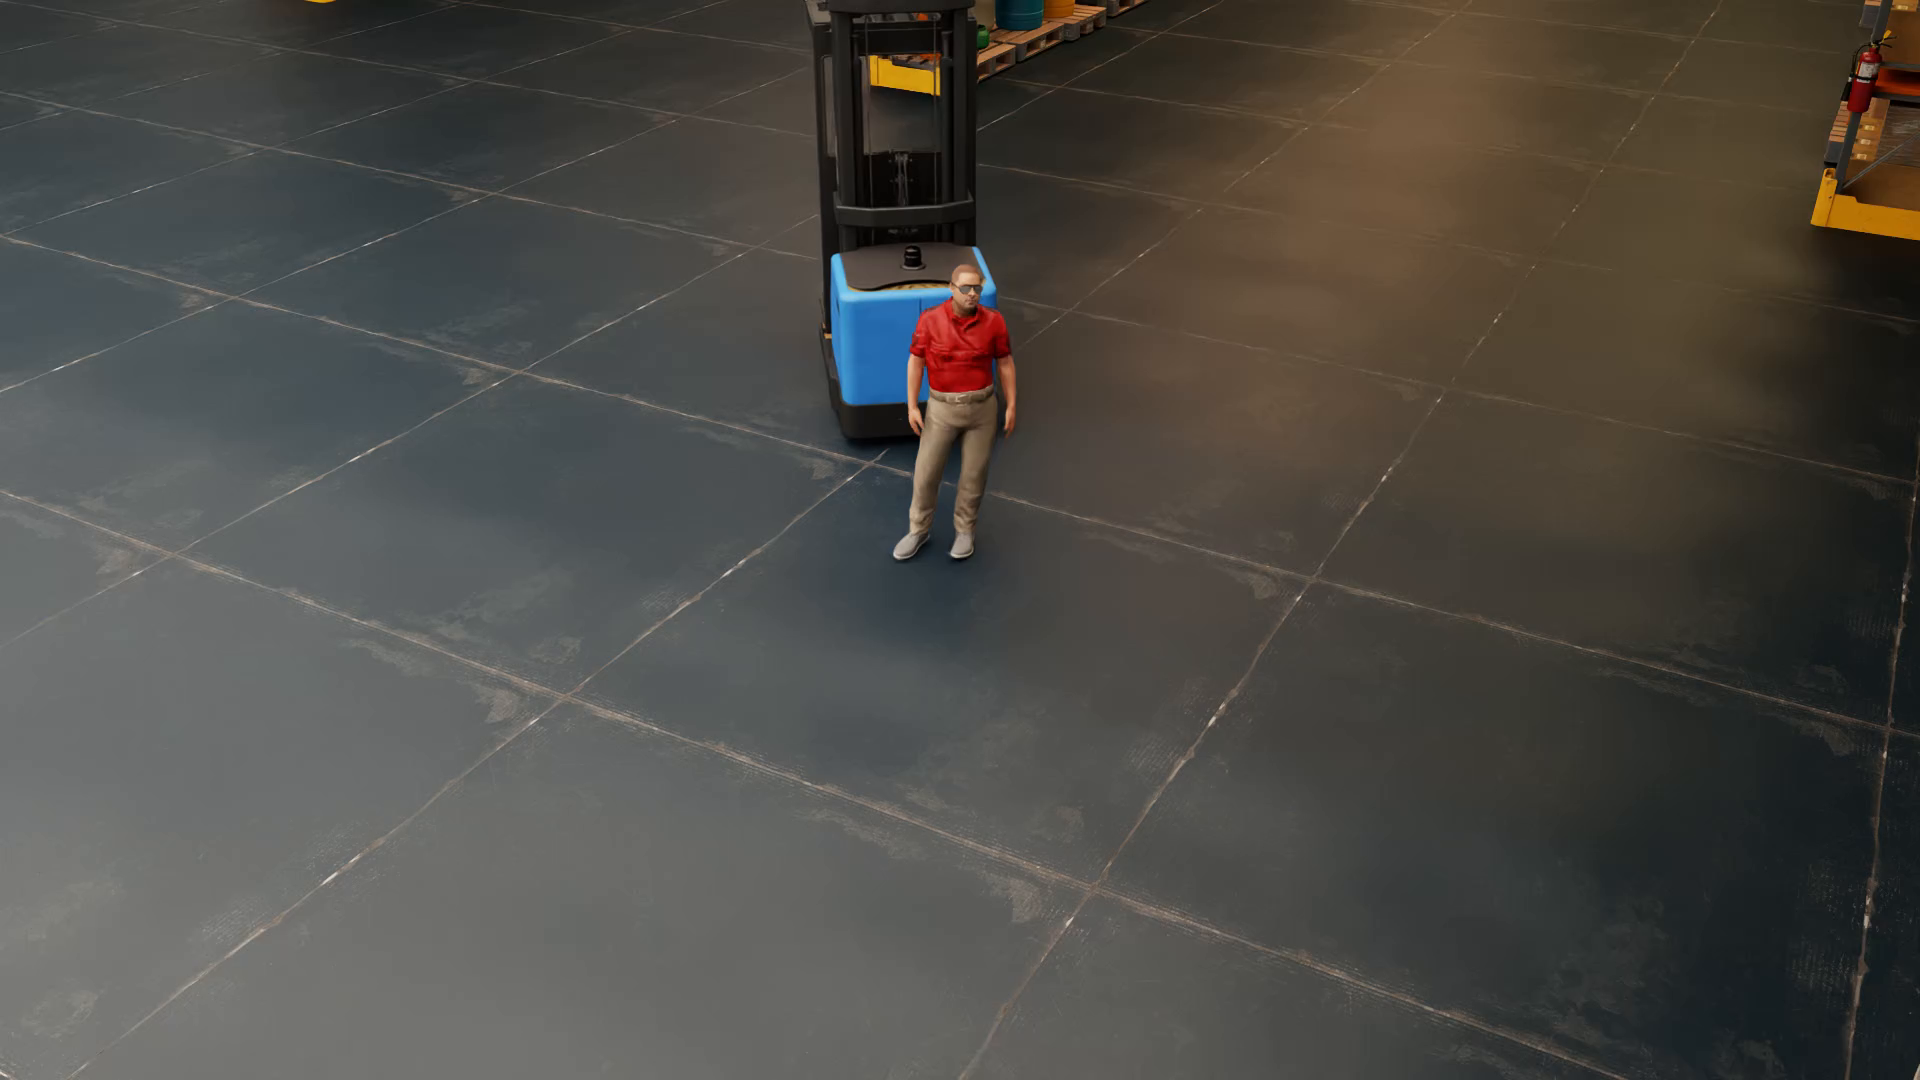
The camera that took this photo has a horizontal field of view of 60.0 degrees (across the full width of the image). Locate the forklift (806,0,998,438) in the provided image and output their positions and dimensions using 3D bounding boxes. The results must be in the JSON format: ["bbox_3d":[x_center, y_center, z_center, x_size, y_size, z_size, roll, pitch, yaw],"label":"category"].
[{"bbox_3d":[-0.467,-2.659,11.679,1.130,2.935,3.031,-4,30,-7],"label":"forklift"}]

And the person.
[{"bbox_3d":[-0.040,-0.720,9.528,0.743,1.727,0.421,-3,30,-6],"label":"person"}]
